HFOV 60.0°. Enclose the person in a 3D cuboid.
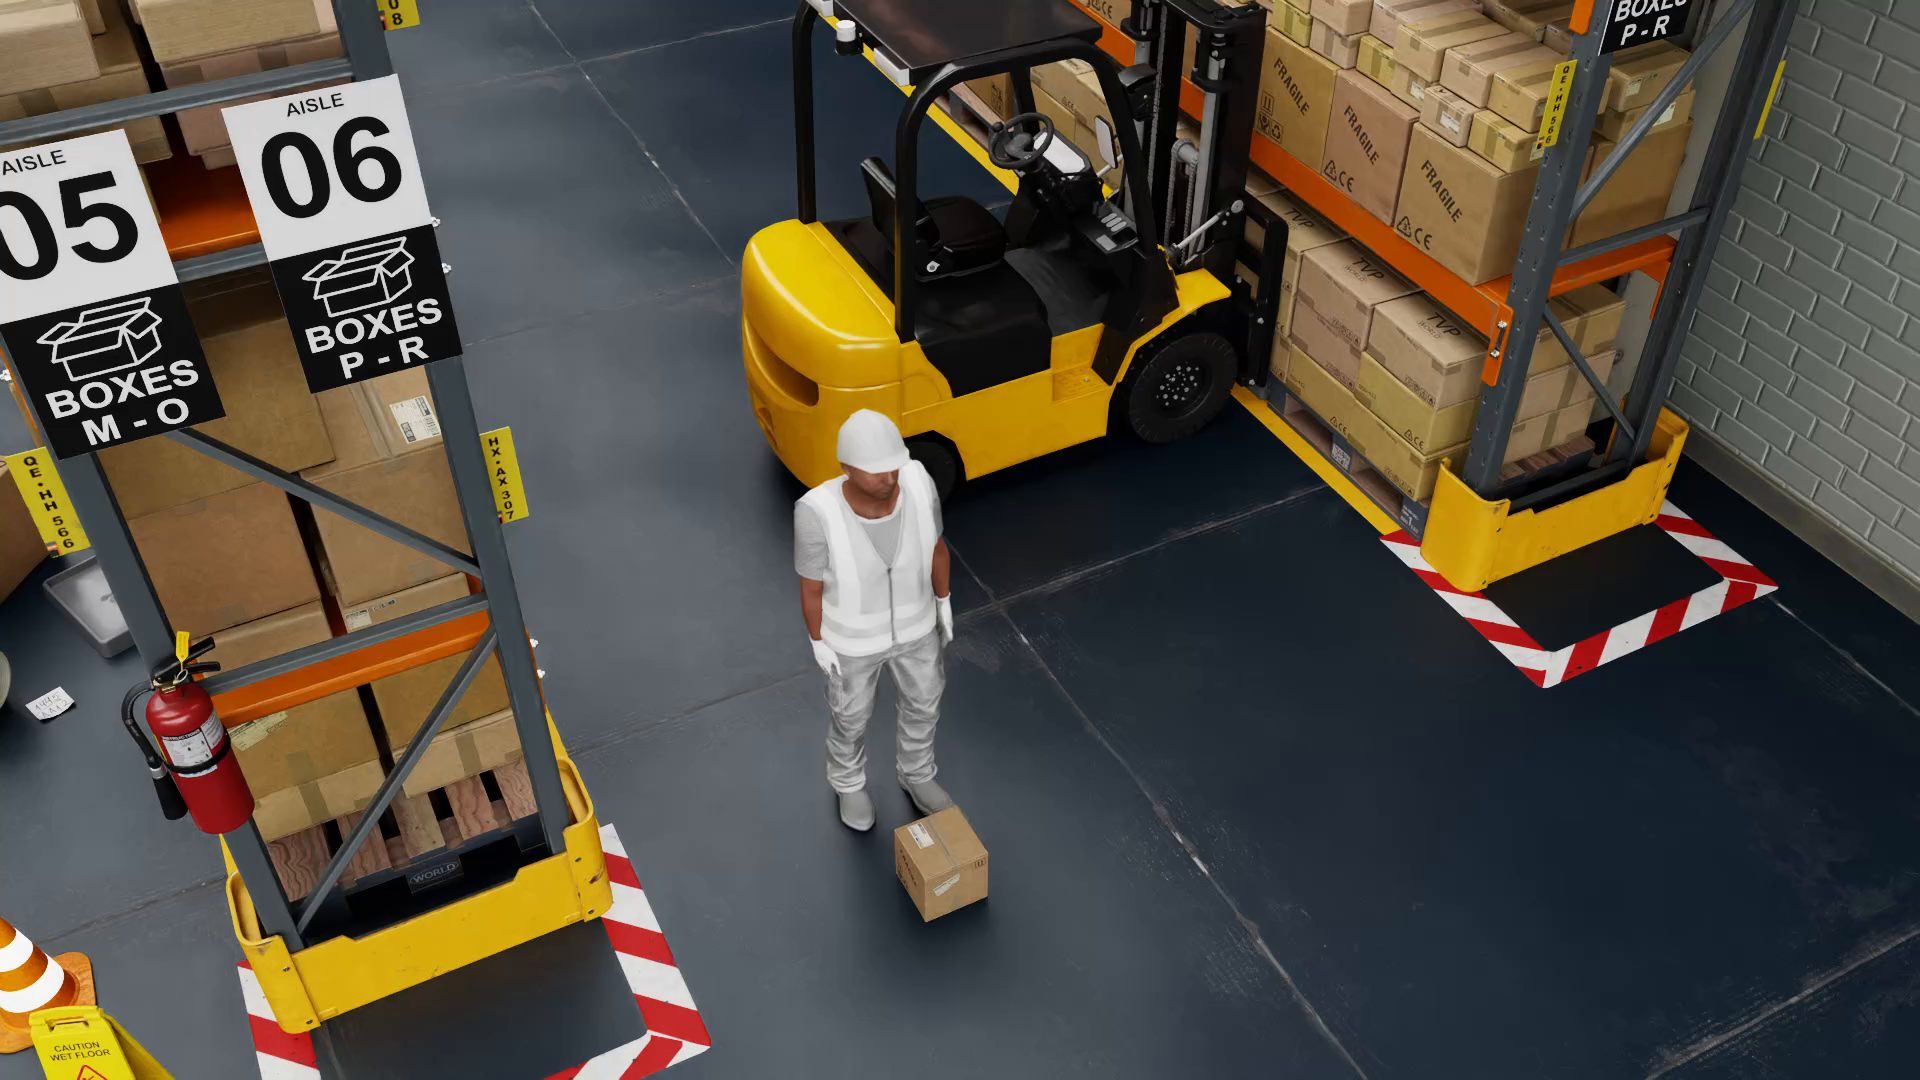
[{"bbox_3d":[-0.263,0.316,5.783,0.550,1.787,0.419,-18,44,-20],"label":"person"}]
